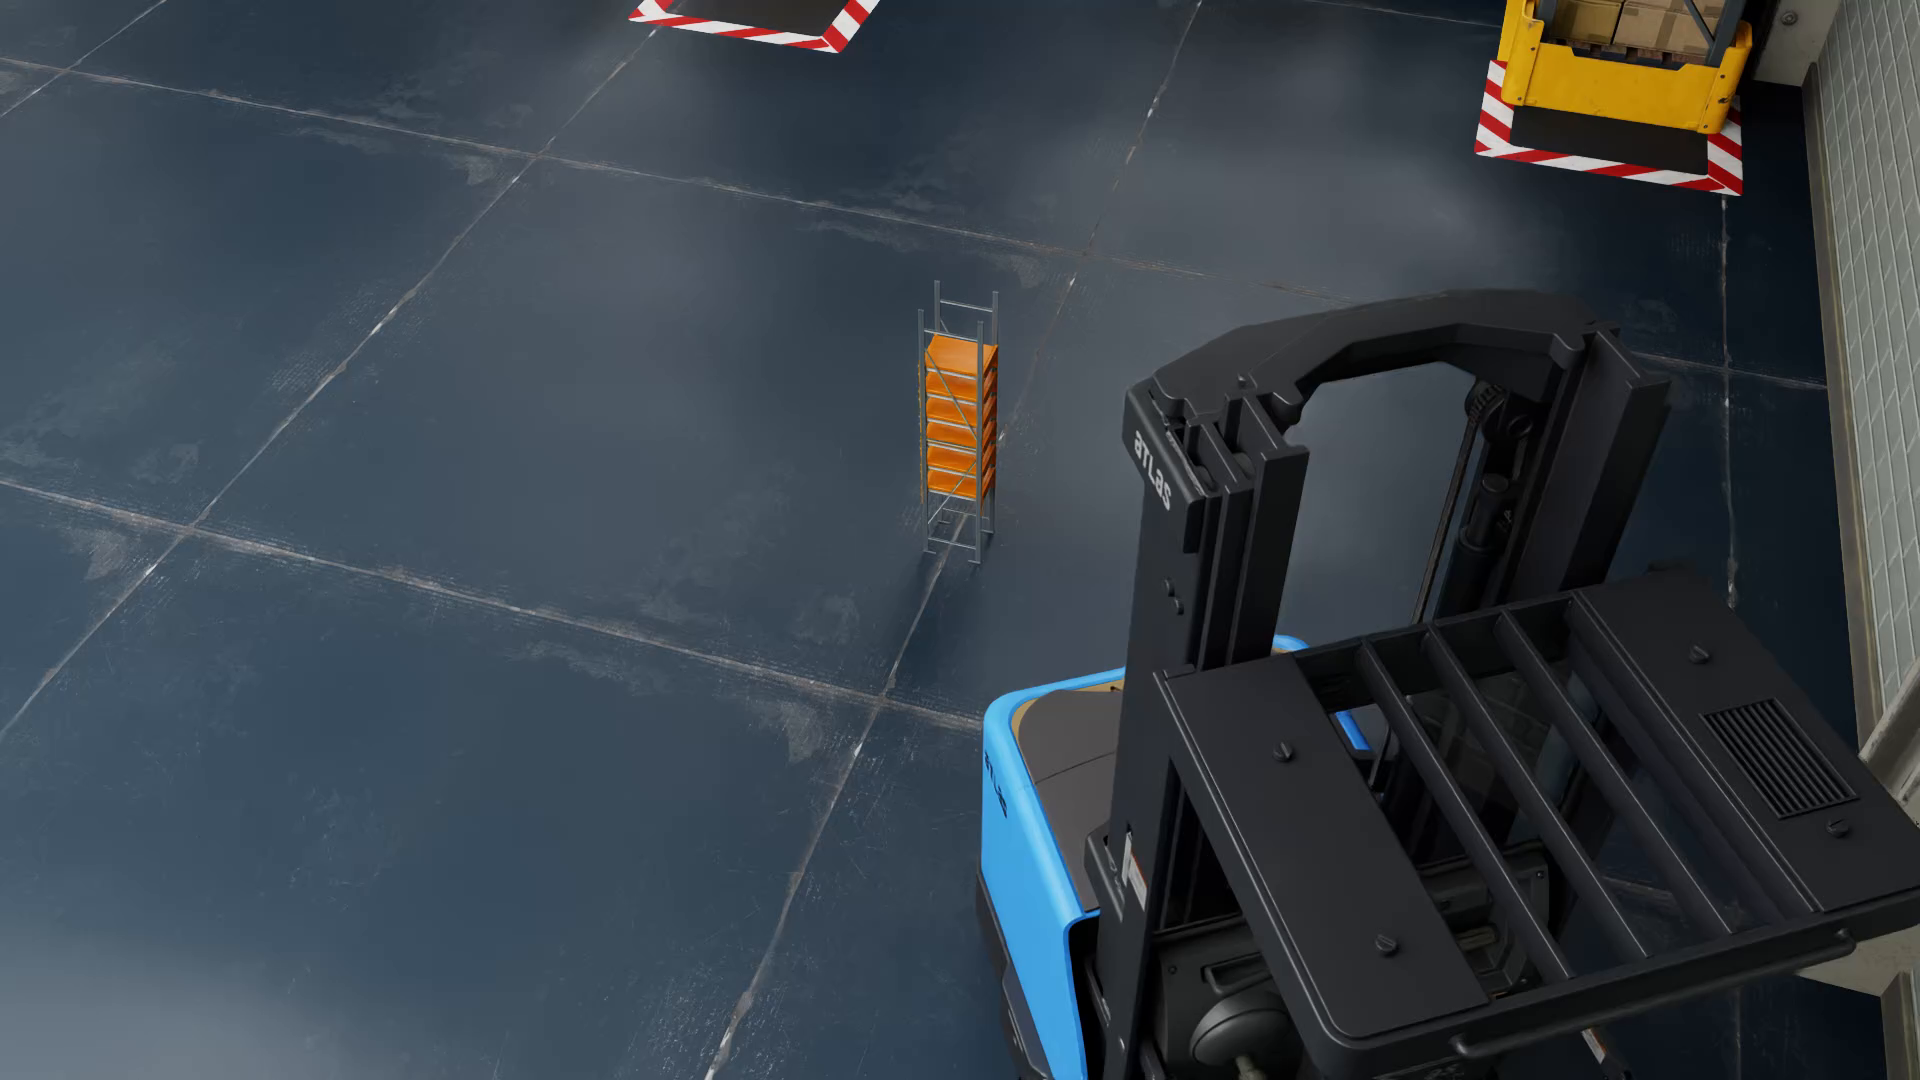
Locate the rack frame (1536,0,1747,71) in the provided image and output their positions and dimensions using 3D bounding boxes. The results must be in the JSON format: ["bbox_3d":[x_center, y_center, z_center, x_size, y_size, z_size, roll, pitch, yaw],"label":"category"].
[{"bbox_3d":[3.614,-3.508,8.190,1.000,3.000,0.127,13,46,13],"label":"rack frame"}]

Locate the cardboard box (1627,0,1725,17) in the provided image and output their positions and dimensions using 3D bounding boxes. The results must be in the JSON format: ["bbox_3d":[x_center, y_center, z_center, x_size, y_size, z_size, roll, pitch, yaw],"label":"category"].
[{"bbox_3d":[3.955,-3.124,9.106,0.500,0.250,0.500,13,46,13],"label":"cardboard box"}]

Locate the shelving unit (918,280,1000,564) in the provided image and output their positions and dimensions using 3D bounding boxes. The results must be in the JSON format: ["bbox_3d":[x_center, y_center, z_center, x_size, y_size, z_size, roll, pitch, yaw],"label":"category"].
[{"bbox_3d":[-0.004,-0.419,6.320,0.258,1.200,0.189,13,46,12],"label":"shelving unit"}]

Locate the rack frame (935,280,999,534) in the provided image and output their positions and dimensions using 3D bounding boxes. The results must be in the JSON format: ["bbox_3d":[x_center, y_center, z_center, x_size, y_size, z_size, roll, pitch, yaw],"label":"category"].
[{"bbox_3d":[0.023,-0.480,6.383,0.240,1.200,0.006,13,46,12],"label":"rack frame"}]

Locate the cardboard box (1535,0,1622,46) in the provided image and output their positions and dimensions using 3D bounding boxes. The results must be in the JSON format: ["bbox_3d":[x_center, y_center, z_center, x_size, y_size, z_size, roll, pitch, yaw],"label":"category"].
[{"bbox_3d":[3.456,-3.056,9.394,0.500,0.250,0.500,13,46,13],"label":"cardboard box"}]

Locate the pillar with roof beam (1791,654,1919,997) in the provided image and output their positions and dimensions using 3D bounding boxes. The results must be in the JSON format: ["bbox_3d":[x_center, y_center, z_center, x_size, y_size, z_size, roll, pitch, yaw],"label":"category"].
[{"bbox_3d":[-1.236,-2.838,3.216,9.100,9.000,0.400,13,46,13],"label":"pillar with roof beam"}]

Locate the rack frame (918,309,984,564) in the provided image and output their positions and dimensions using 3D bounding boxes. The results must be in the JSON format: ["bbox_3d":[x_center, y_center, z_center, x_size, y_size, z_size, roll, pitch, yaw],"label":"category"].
[{"bbox_3d":[-0.032,-0.358,6.258,0.240,1.200,0.006,13,46,12],"label":"rack frame"}]

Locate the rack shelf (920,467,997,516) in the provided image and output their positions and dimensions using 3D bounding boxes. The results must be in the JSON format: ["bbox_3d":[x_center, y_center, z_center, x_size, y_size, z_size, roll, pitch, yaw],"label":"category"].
[{"bbox_3d":[-0.004,-0.216,6.519,0.258,0.103,0.180,13,46,12],"label":"rack shelf"}]

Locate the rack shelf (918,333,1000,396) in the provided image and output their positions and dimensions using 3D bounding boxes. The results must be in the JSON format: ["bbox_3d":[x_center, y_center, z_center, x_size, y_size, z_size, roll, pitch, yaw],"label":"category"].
[{"bbox_3d":[-0.004,-0.645,6.100,0.258,0.103,0.180,13,46,12],"label":"rack shelf"}]

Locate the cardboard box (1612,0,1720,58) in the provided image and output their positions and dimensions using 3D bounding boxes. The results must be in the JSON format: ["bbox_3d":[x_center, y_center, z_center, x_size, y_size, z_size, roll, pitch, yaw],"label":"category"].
[{"bbox_3d":[3.949,-2.961,9.297,0.500,0.250,0.500,13,46,13],"label":"cardboard box"}]

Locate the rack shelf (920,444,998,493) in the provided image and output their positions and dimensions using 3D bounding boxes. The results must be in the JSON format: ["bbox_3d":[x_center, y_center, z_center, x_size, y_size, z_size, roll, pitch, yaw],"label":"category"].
[{"bbox_3d":[-0.004,-0.302,6.436,0.258,0.103,0.180,13,46,12],"label":"rack shelf"}]

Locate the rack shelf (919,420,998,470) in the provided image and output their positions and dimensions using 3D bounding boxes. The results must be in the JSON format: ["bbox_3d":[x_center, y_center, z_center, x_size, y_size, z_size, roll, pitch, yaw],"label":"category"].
[{"bbox_3d":[-0.004,-0.387,6.352,0.258,0.103,0.180,13,46,12],"label":"rack shelf"}]

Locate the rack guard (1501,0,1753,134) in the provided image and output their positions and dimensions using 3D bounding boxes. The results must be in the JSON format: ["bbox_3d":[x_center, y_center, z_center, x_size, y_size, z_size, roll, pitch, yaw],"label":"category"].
[{"bbox_3d":[3.607,-2.599,9.048,1.175,0.500,0.348,13,46,13],"label":"rack guard"}]

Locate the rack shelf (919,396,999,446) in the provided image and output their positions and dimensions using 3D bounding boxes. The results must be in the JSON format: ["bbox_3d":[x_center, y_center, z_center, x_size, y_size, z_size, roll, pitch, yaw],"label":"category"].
[{"bbox_3d":[-0.004,-0.473,6.268,0.258,0.103,0.180,13,46,12],"label":"rack shelf"}]

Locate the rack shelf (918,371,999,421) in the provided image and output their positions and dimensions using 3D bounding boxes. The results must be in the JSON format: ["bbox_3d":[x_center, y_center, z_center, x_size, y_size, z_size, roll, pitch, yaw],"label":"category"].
[{"bbox_3d":[-0.004,-0.559,6.184,0.258,0.103,0.180,13,46,12],"label":"rack shelf"}]

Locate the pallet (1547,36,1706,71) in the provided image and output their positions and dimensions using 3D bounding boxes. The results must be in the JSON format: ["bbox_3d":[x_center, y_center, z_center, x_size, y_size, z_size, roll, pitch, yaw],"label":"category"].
[{"bbox_3d":[3.806,-3.030,9.696,1.003,0.211,1.213,13,46,13],"label":"pallet"}]

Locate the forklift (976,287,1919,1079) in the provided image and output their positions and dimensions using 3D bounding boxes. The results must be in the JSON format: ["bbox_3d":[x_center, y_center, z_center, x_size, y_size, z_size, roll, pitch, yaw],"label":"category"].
[{"bbox_3d":[0.946,1.070,3.561,1.130,2.935,3.031,-11,45,-11],"label":"forklift"}]

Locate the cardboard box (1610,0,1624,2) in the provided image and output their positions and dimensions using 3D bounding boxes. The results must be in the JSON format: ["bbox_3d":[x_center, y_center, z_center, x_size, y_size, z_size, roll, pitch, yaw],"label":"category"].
[{"bbox_3d":[3.464,-3.245,9.230,0.500,0.250,0.500,12,46,12],"label":"cardboard box"}]

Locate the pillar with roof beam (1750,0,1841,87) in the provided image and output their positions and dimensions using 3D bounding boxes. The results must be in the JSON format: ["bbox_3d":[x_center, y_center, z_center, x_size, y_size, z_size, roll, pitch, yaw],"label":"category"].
[{"bbox_3d":[0.581,-6.837,7.303,9.100,9.000,0.400,13,46,13],"label":"pillar with roof beam"}]
